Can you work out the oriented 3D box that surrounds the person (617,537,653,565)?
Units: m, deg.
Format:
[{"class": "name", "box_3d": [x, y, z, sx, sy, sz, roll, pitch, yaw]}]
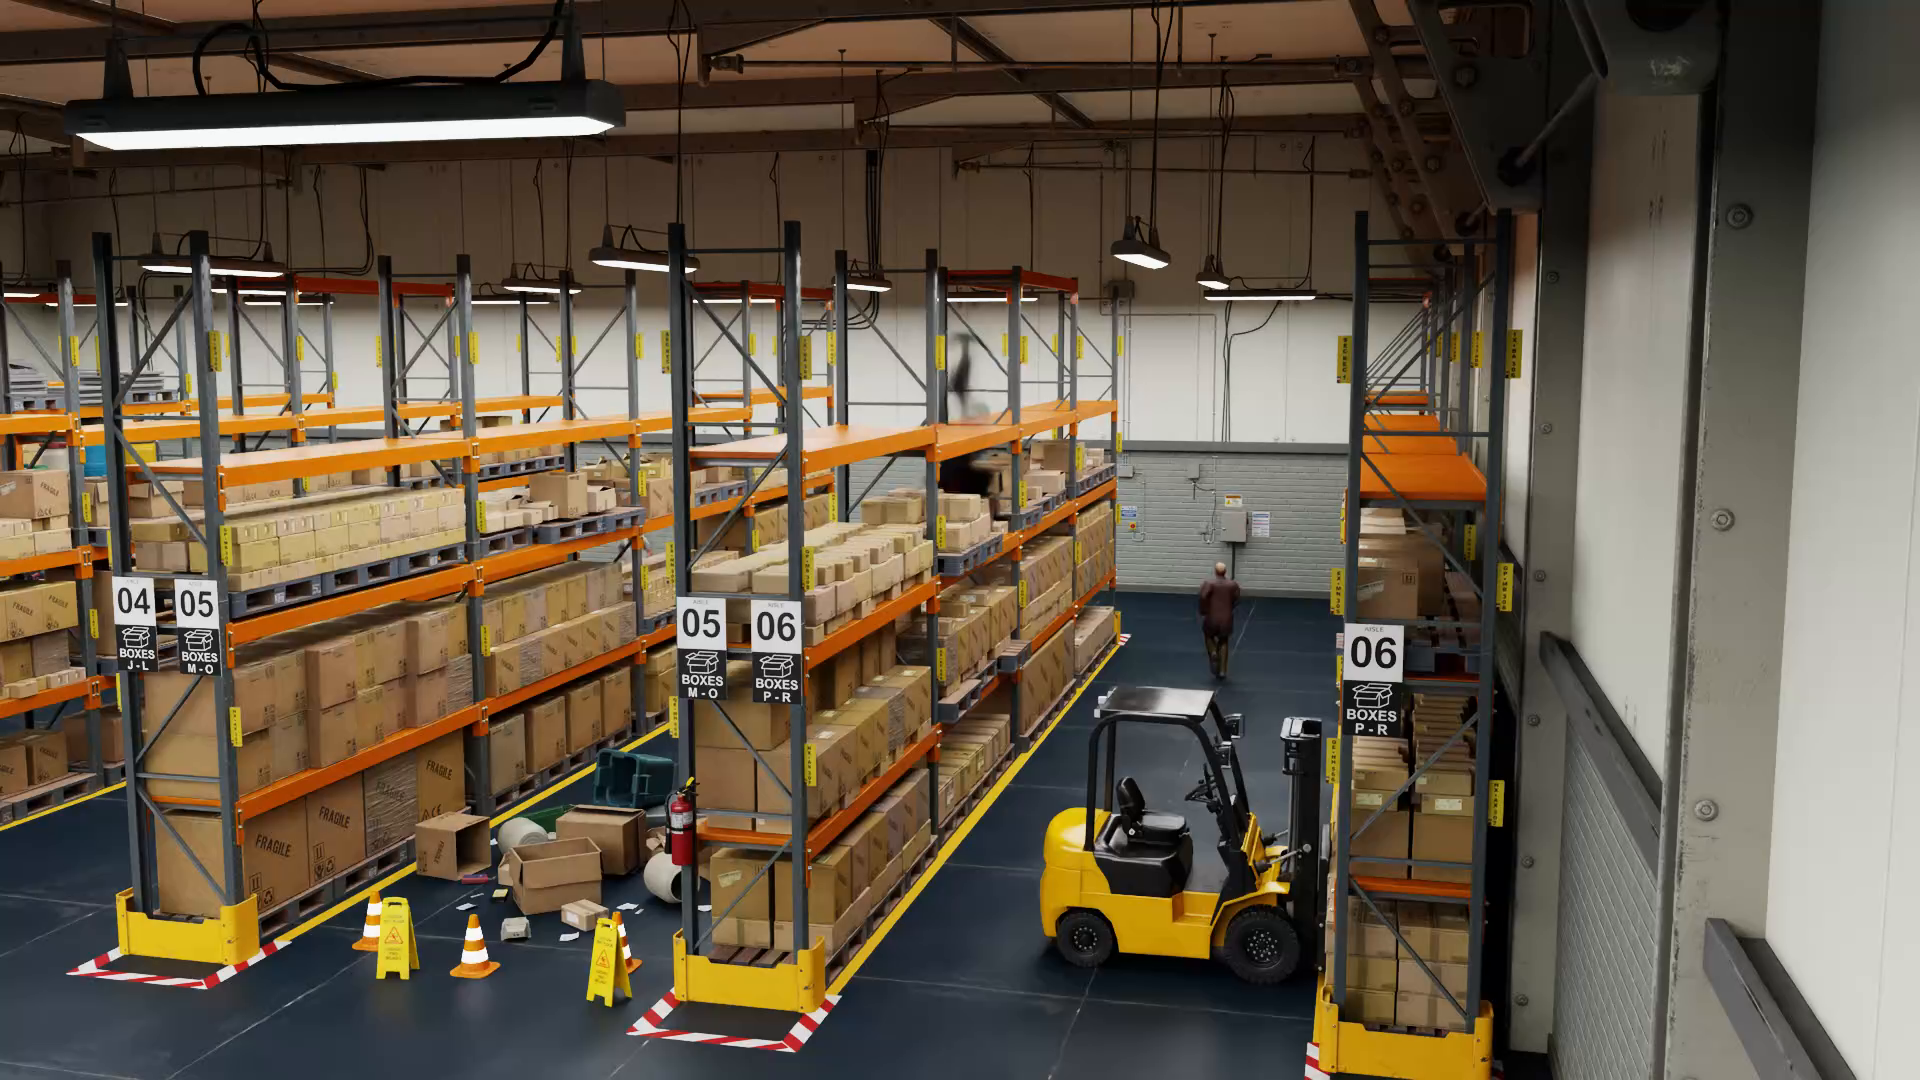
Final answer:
[{"class": "person", "box_3d": [-6.034, 0.556, 30.917, 0.667, 1.765, 0.897, 0, 7, -4]}]

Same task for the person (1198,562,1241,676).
[{"class": "person", "box_3d": [3.953, 1.245, 25.494, 0.690, 1.642, 0.715, 0, 7, -4]}]
